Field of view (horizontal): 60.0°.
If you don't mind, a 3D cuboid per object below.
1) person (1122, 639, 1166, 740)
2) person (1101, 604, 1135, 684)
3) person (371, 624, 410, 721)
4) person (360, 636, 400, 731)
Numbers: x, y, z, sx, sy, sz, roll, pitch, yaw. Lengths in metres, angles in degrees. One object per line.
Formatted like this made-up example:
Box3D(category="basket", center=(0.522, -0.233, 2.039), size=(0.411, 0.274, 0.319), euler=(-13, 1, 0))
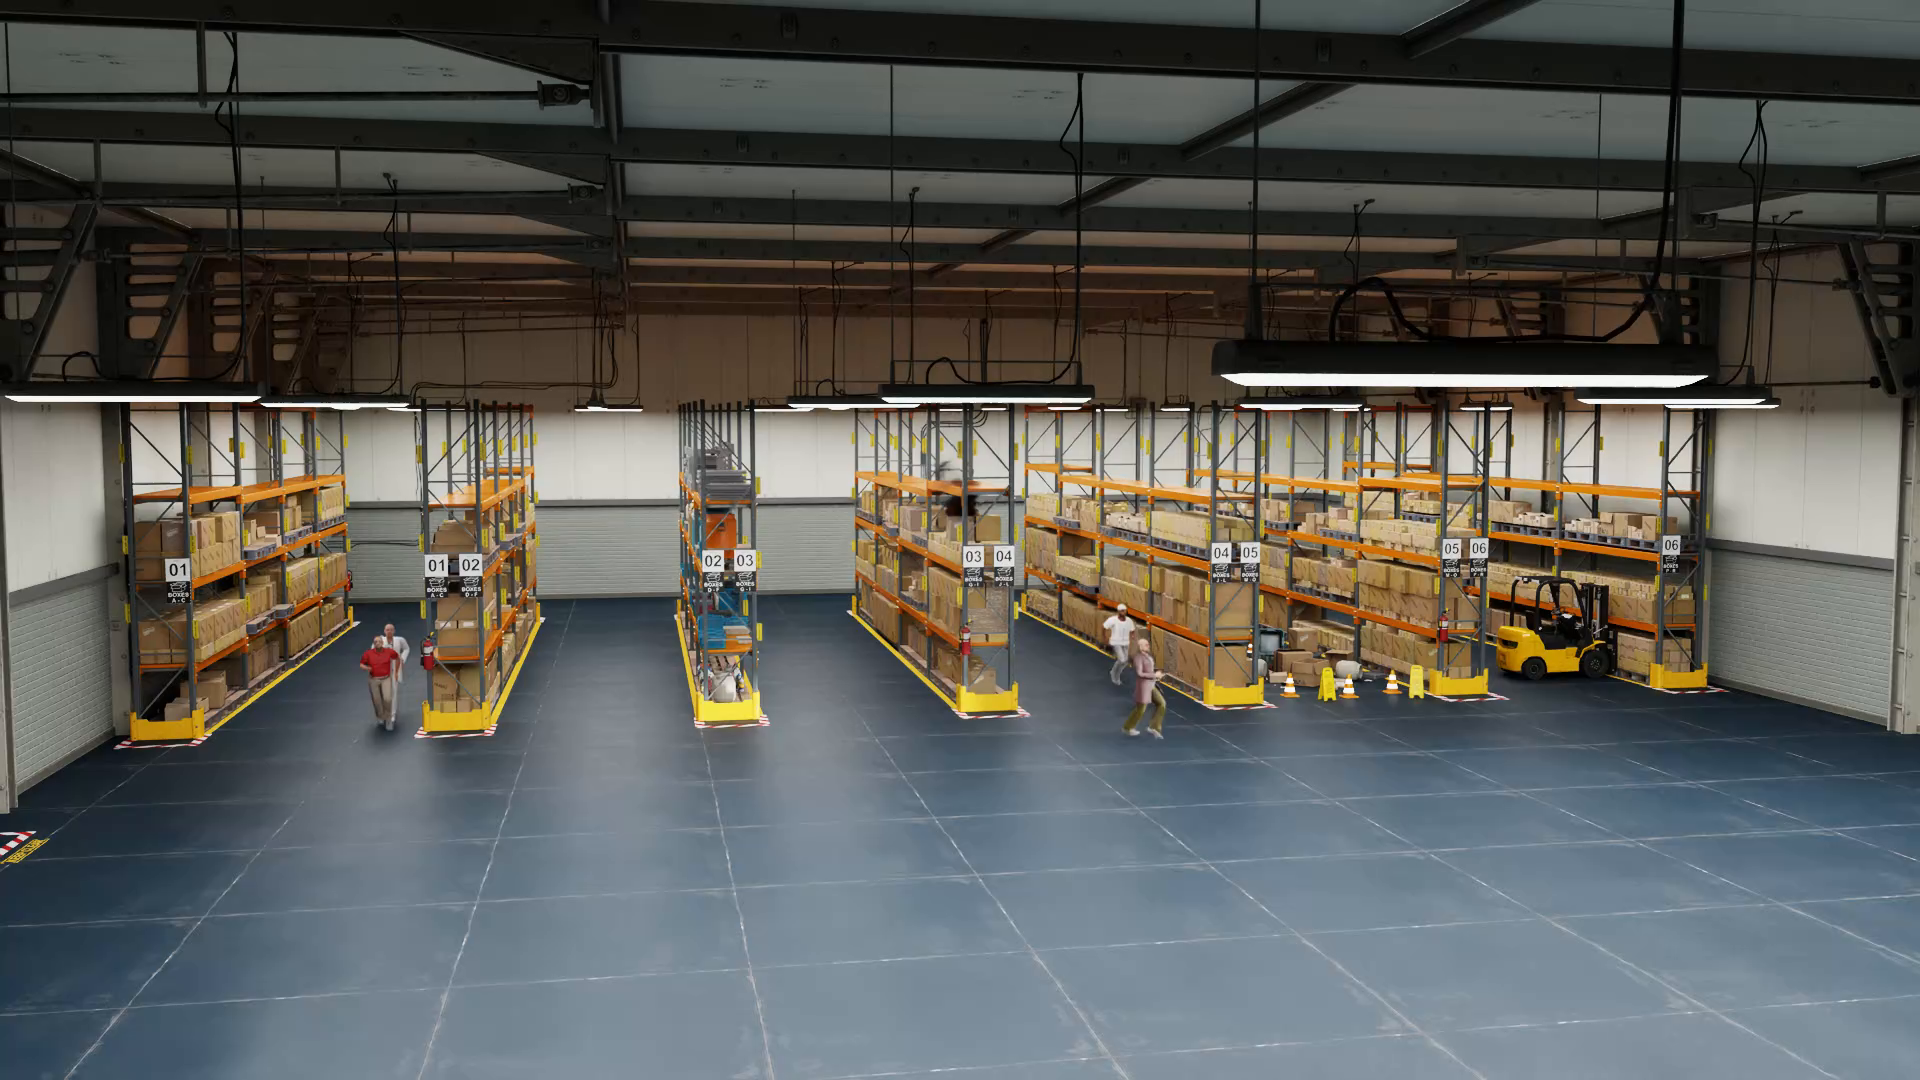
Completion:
Box3D(category="person", center=(3.268, 2.646, 29.385), size=(0.826, 1.820, 0.723), euler=(3, 5, 32))
Box3D(category="person", center=(3.393, 2.201, 35.041), size=(0.680, 1.716, 0.720), euler=(-2, 5, -25))
Box3D(category="person", center=(-10.692, 2.452, 31.191), size=(0.719, 1.763, 0.985), euler=(-1, 5, -18))
Box3D(category="person", center=(-10.538, 2.607, 30.225), size=(0.685, 1.761, 0.818), euler=(-1, 4, -15))
